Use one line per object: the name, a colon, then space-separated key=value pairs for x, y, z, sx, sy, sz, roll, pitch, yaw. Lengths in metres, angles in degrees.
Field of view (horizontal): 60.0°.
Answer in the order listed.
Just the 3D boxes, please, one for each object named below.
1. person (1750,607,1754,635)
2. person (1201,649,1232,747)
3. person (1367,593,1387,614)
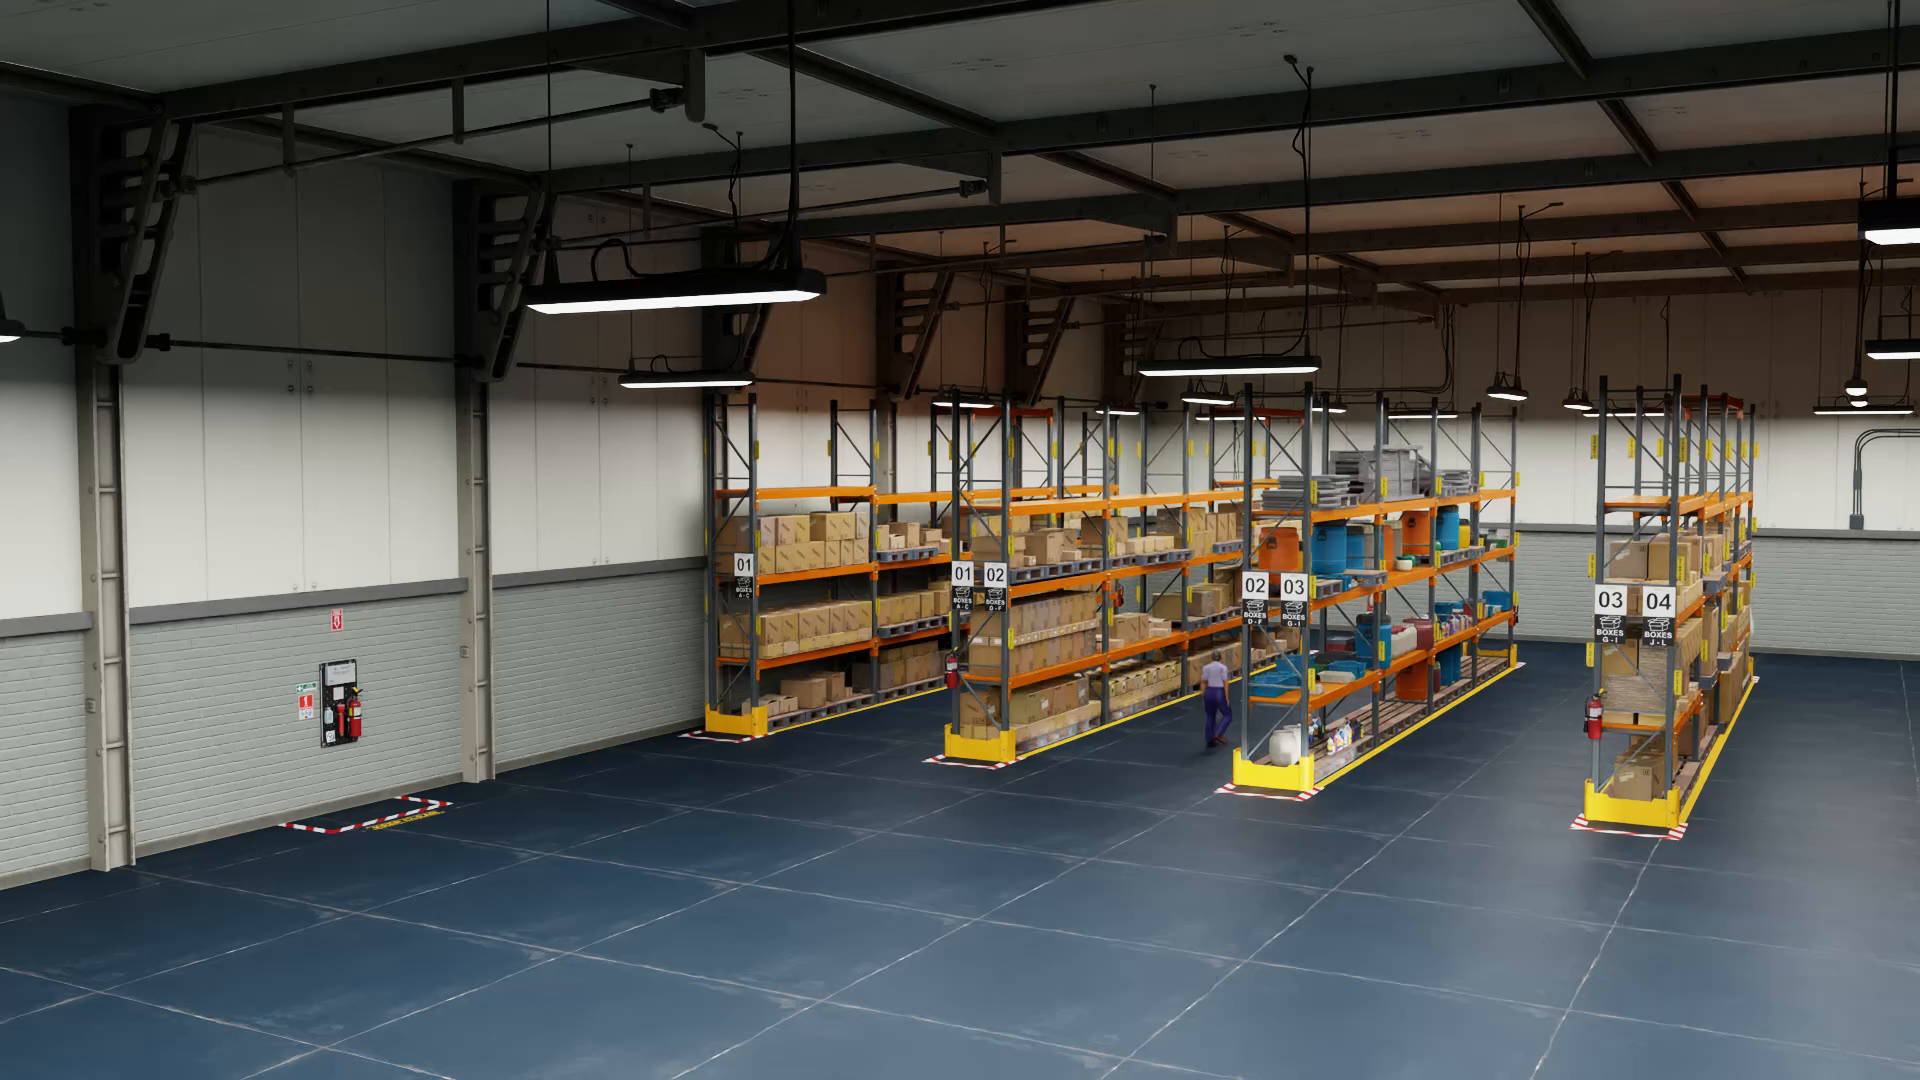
person: x=18.303 y=2.059 z=38.953 sx=0.503 sy=1.646 sz=0.846 roll=1 pitch=3 yaw=13
person: x=4.309 y=2.665 z=27.999 sx=0.527 sy=1.638 sz=0.462 roll=2 pitch=4 yaw=37
person: x=10.442 y=1.846 z=41.820 sx=0.589 sy=1.724 sz=1.034 roll=2 pitch=4 yaw=30
